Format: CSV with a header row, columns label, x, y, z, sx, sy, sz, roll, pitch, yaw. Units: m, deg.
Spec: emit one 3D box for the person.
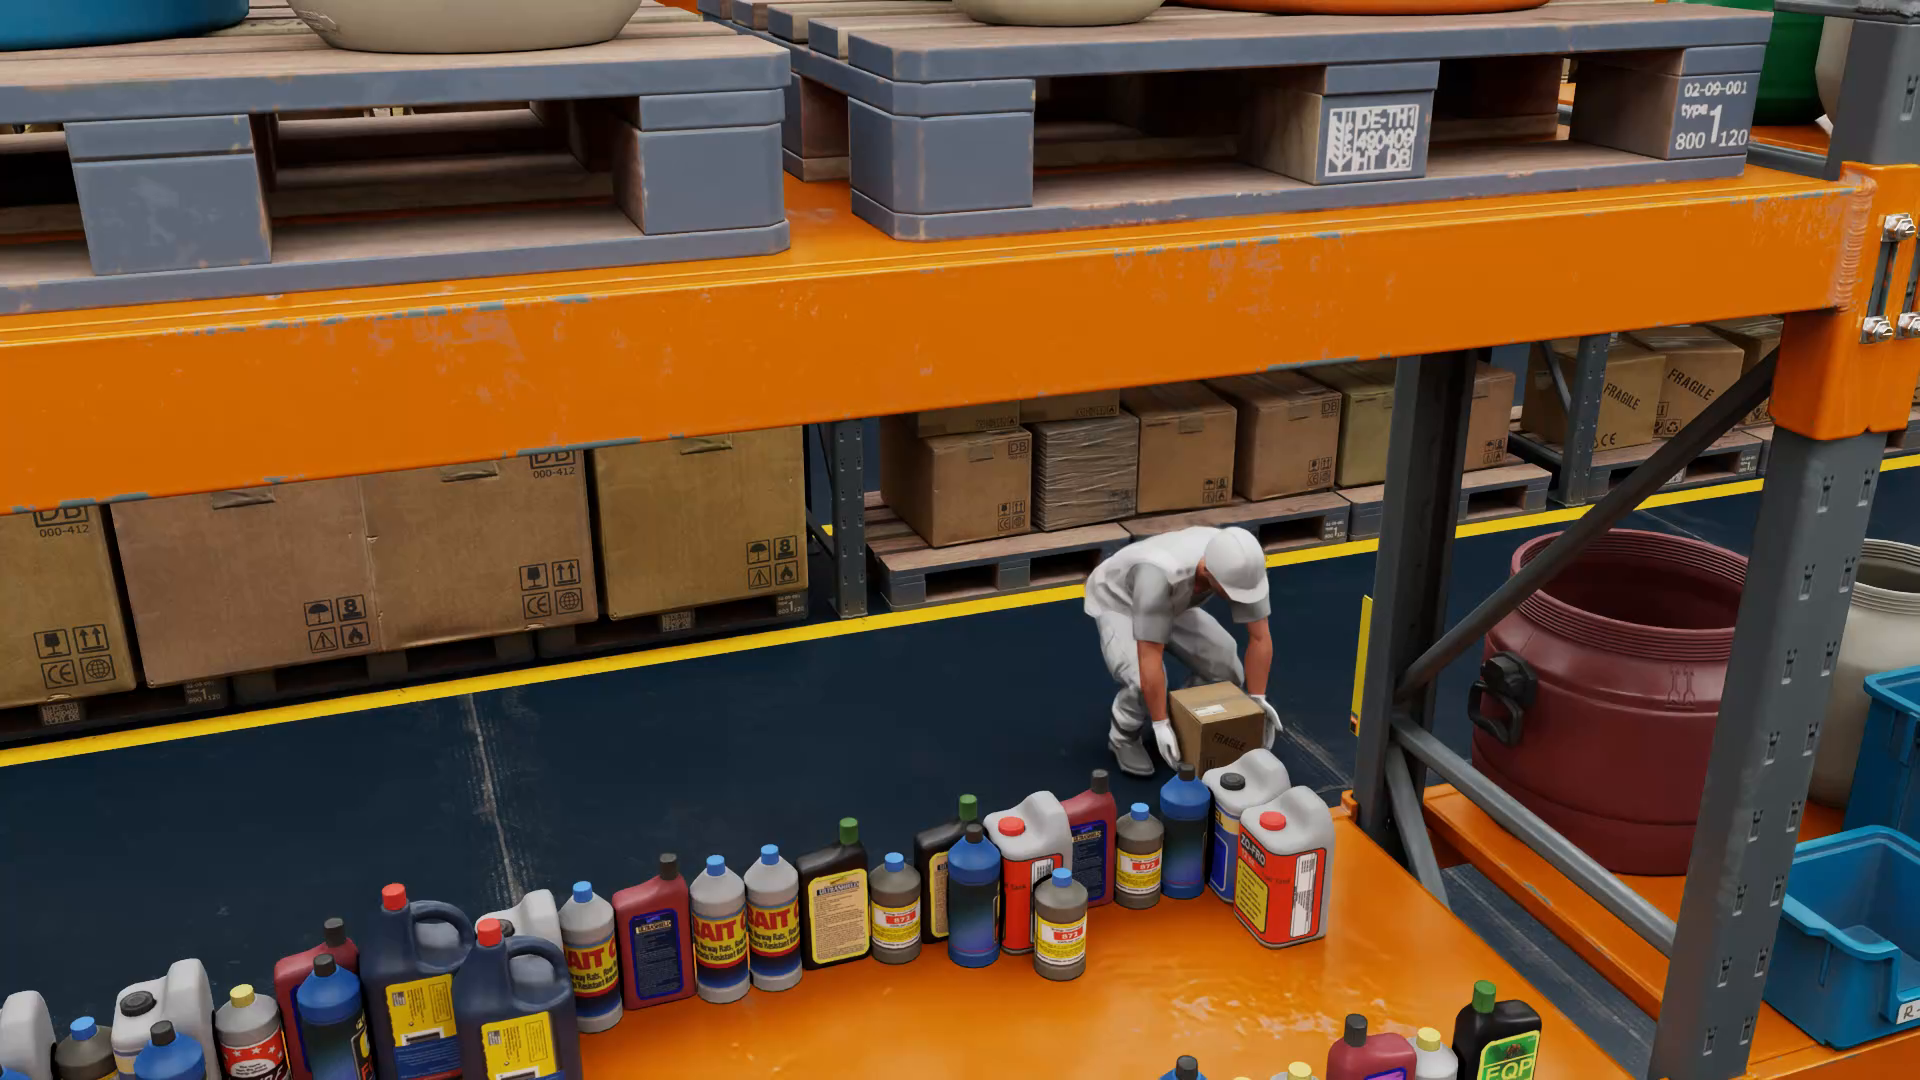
label,x,y,z,sx,sy,sz,roll,pitch,yaw
person,0.814,0.353,6.148,0.572,1.074,0.859,-8,24,-19
